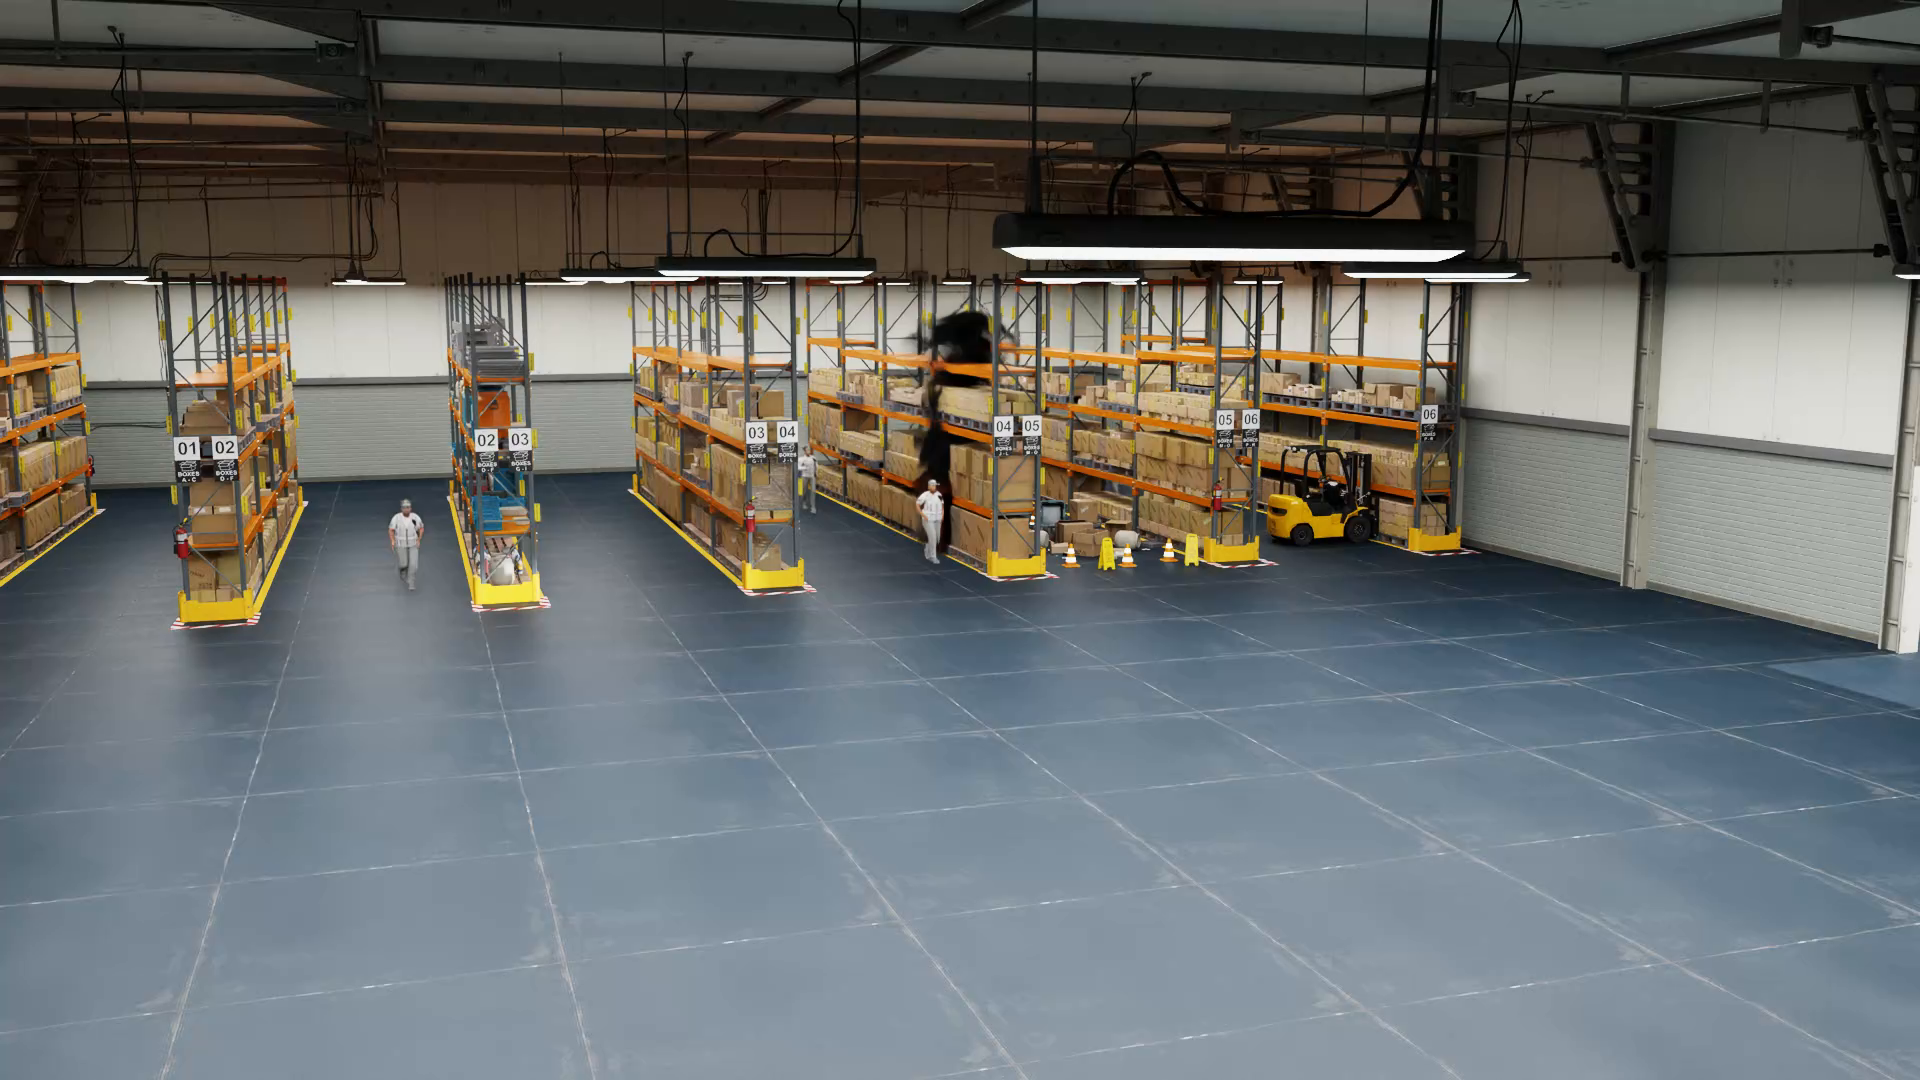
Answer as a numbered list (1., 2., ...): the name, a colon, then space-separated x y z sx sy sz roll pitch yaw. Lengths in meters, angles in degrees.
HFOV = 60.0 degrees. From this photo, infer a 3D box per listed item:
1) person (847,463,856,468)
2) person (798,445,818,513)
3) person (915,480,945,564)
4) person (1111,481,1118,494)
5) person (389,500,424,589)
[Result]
1. person: -3.307 -2.575 49.647 0.618 1.606 0.574 5 10 29
2. person: -3.903 -1.594 42.844 0.605 1.713 0.854 -3 9 -19
3. person: -0.584 -0.387 33.409 0.623 1.659 0.627 -5 10 -32
4. person: 4.197 -1.897 45.064 0.595 1.754 0.702 -3 9 -21
5. person: -10.626 0.068 31.972 0.652 1.729 0.631 -3 9 -22
